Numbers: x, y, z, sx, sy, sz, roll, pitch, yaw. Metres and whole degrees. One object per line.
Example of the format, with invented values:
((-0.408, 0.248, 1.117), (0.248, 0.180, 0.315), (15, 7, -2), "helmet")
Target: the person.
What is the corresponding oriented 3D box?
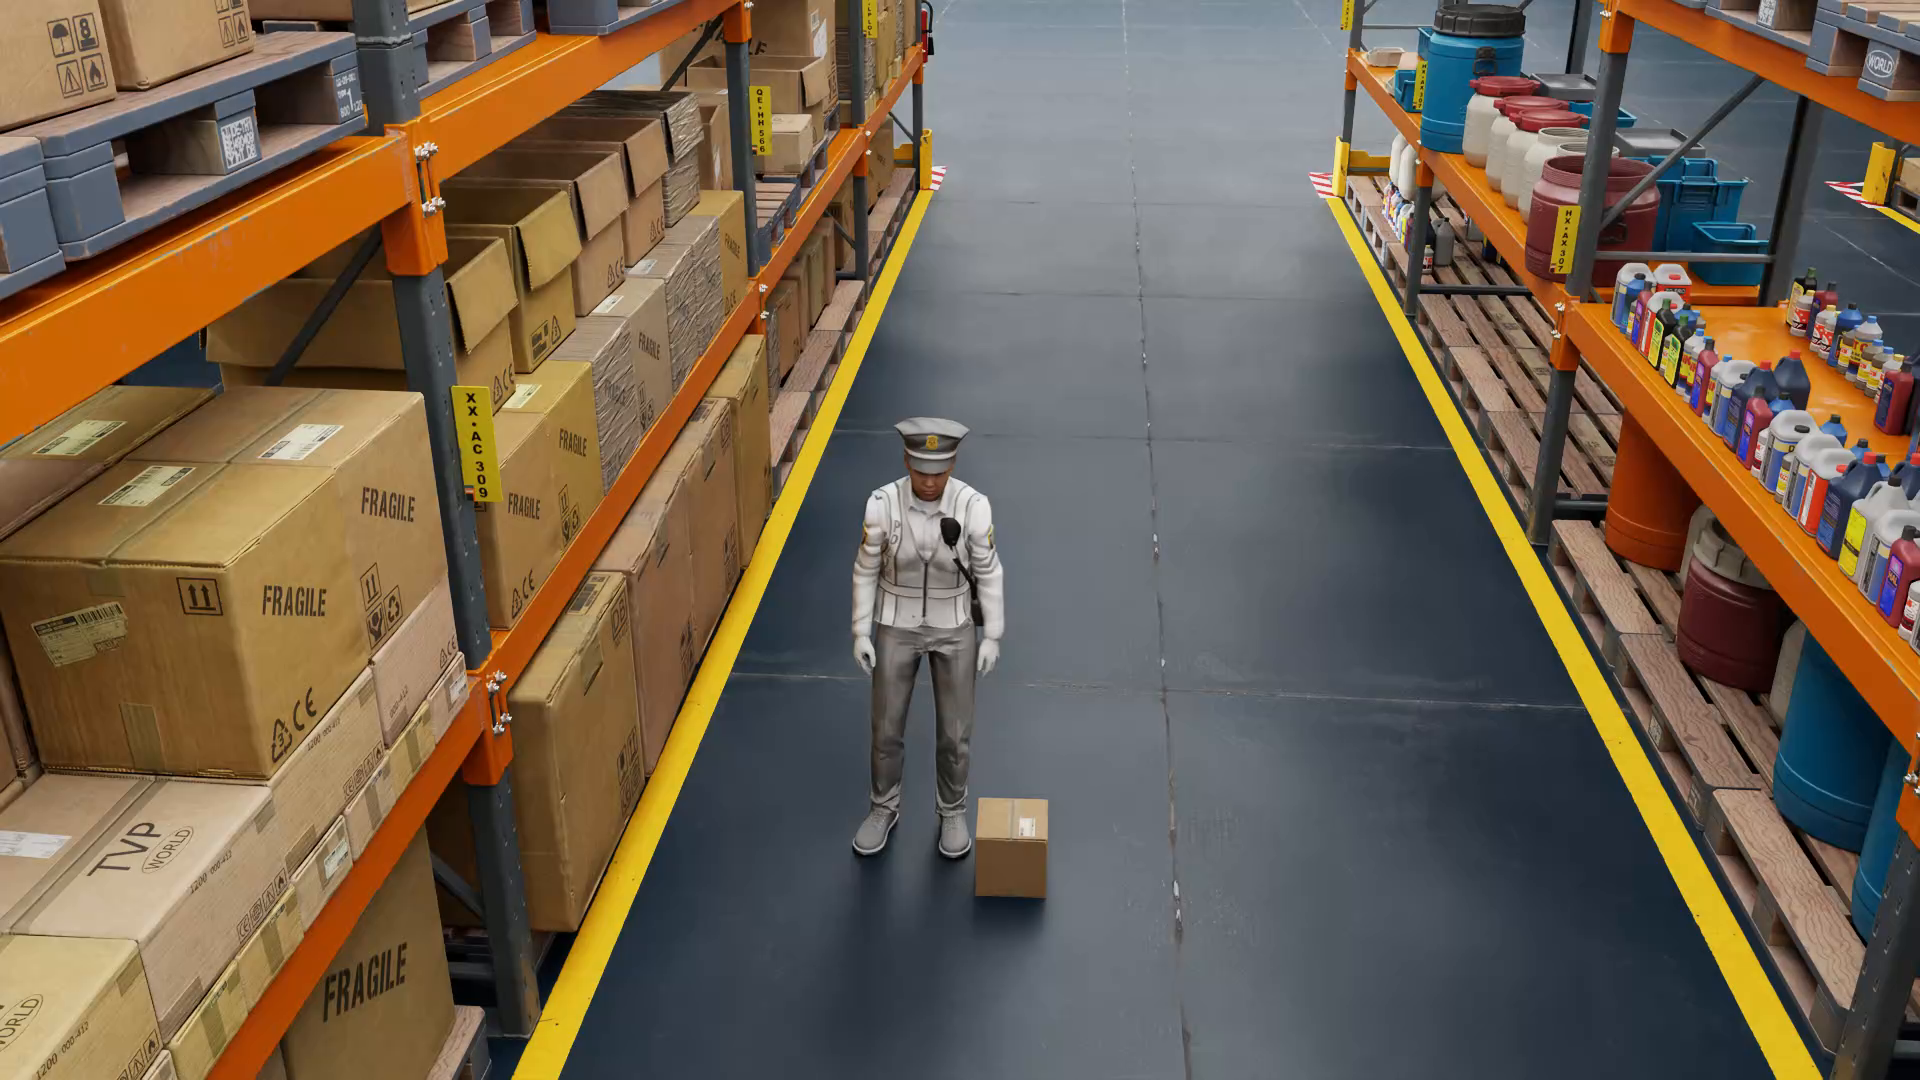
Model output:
((-0.118, 0.340, 5.860), (0.546, 1.664, 0.374), (1, 25, 2), "person")
